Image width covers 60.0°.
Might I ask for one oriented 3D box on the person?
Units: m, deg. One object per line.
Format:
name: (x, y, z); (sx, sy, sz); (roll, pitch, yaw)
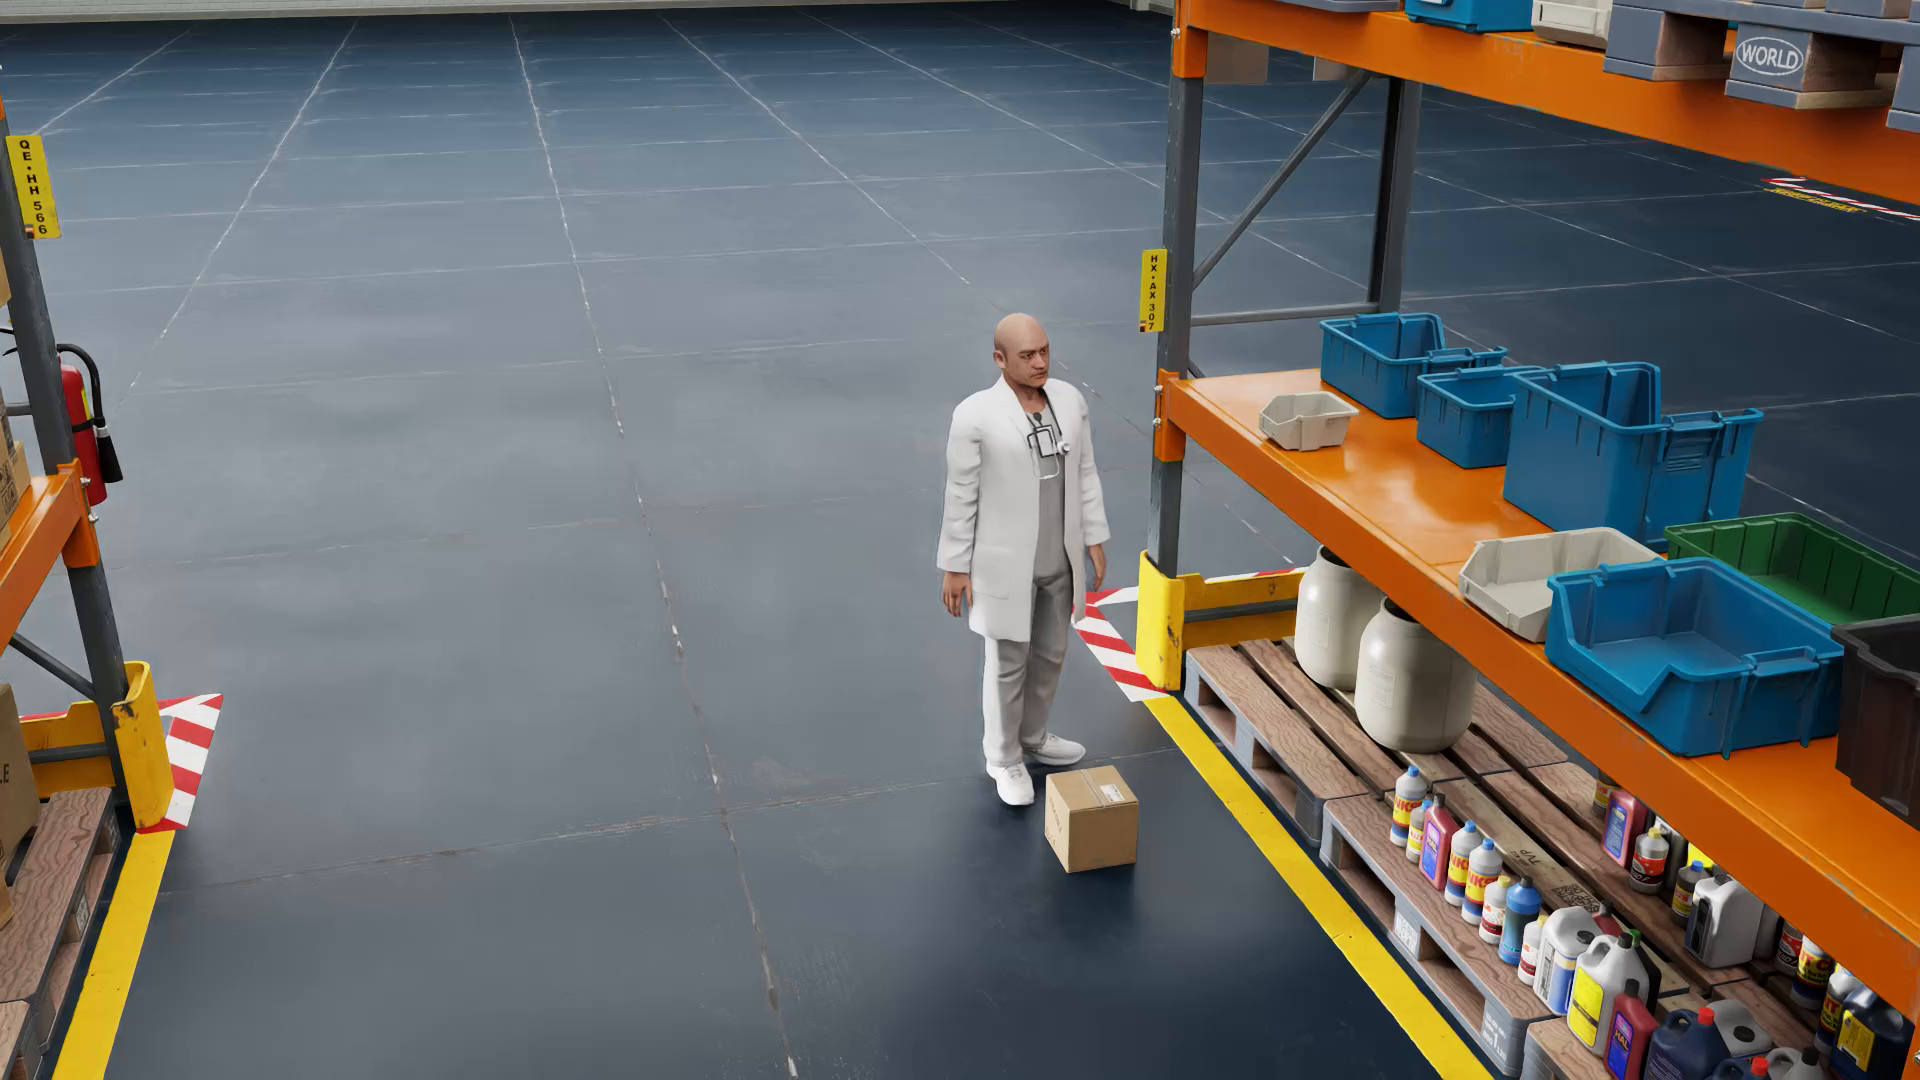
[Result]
person: (0.238, 0.065, 5.912); (0.646, 1.774, 0.464); (-13, 26, -28)
